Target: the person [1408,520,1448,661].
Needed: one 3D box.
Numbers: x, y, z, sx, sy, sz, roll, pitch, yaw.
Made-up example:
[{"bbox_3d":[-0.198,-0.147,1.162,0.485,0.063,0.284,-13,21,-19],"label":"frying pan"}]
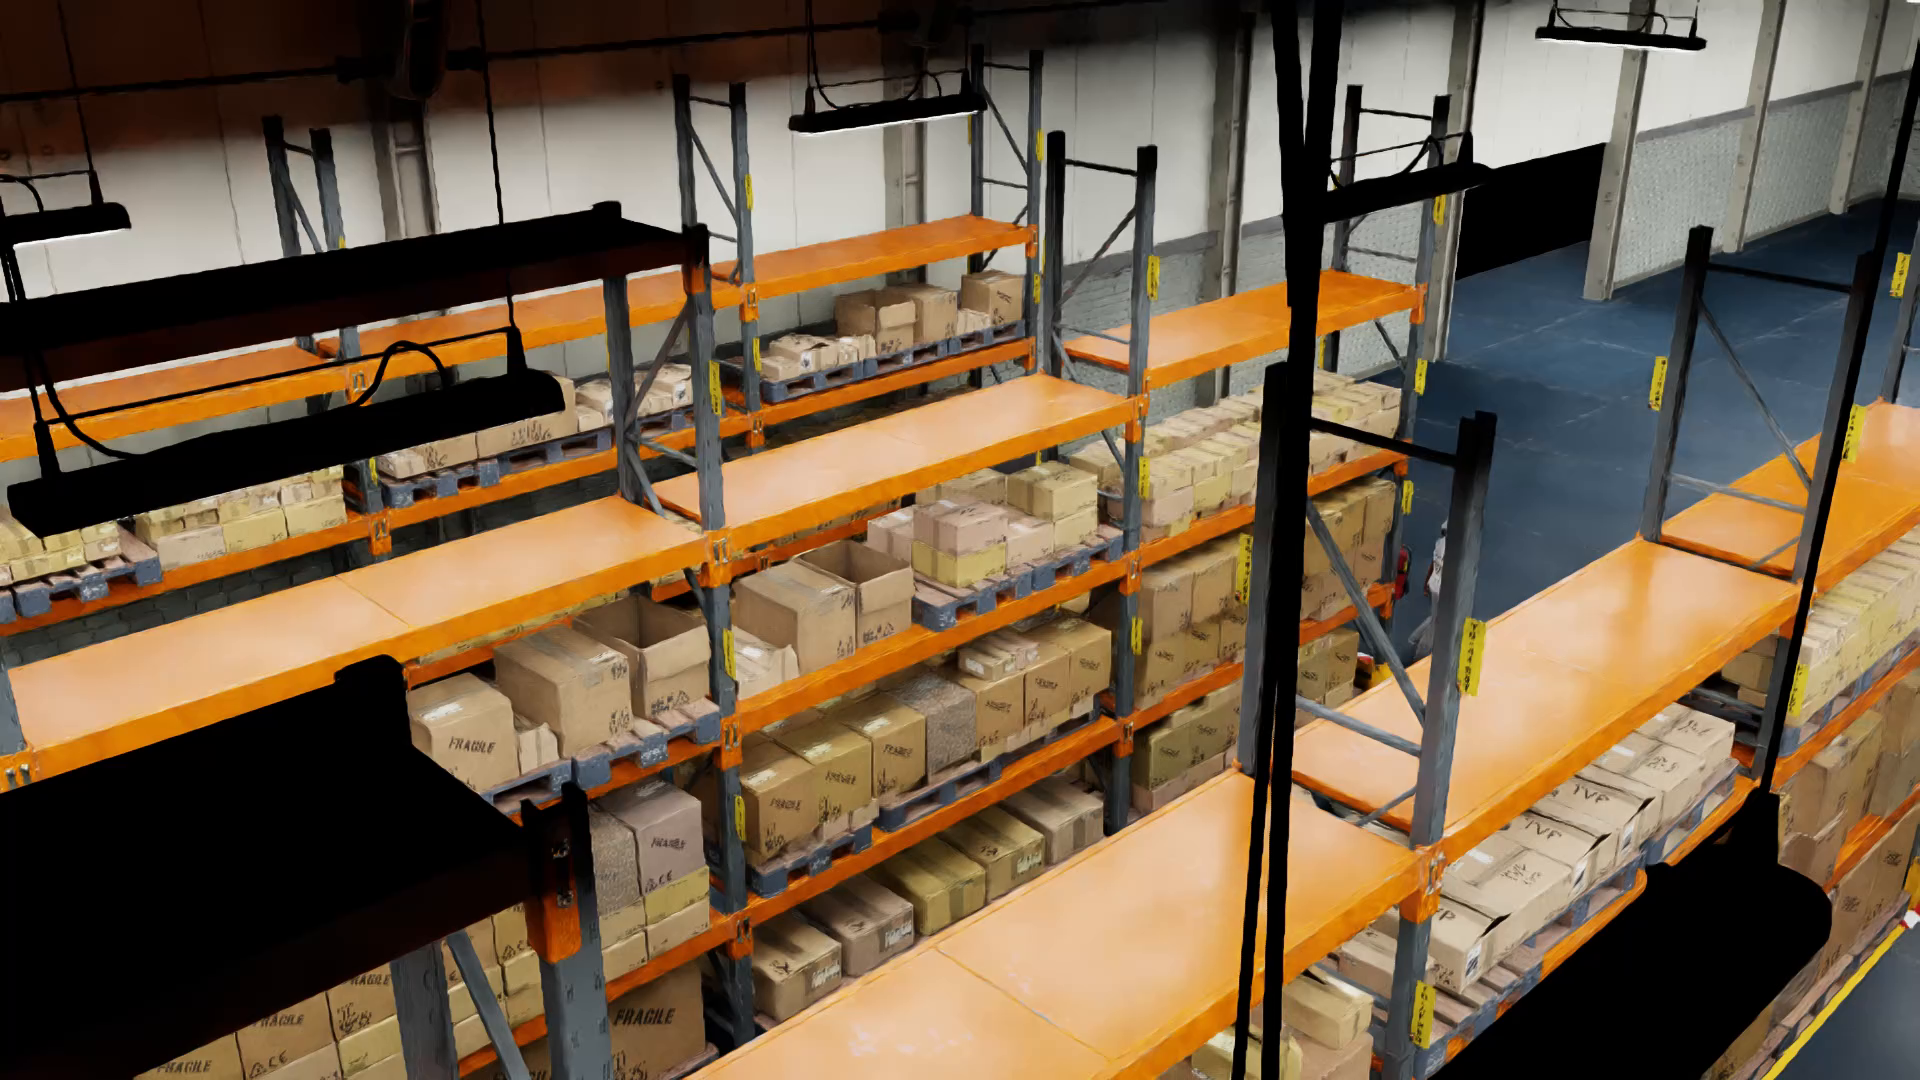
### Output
[{"bbox_3d":[5.014,0.511,17.420,0.461,1.661,0.597,1,22,3],"label":"person"}]
